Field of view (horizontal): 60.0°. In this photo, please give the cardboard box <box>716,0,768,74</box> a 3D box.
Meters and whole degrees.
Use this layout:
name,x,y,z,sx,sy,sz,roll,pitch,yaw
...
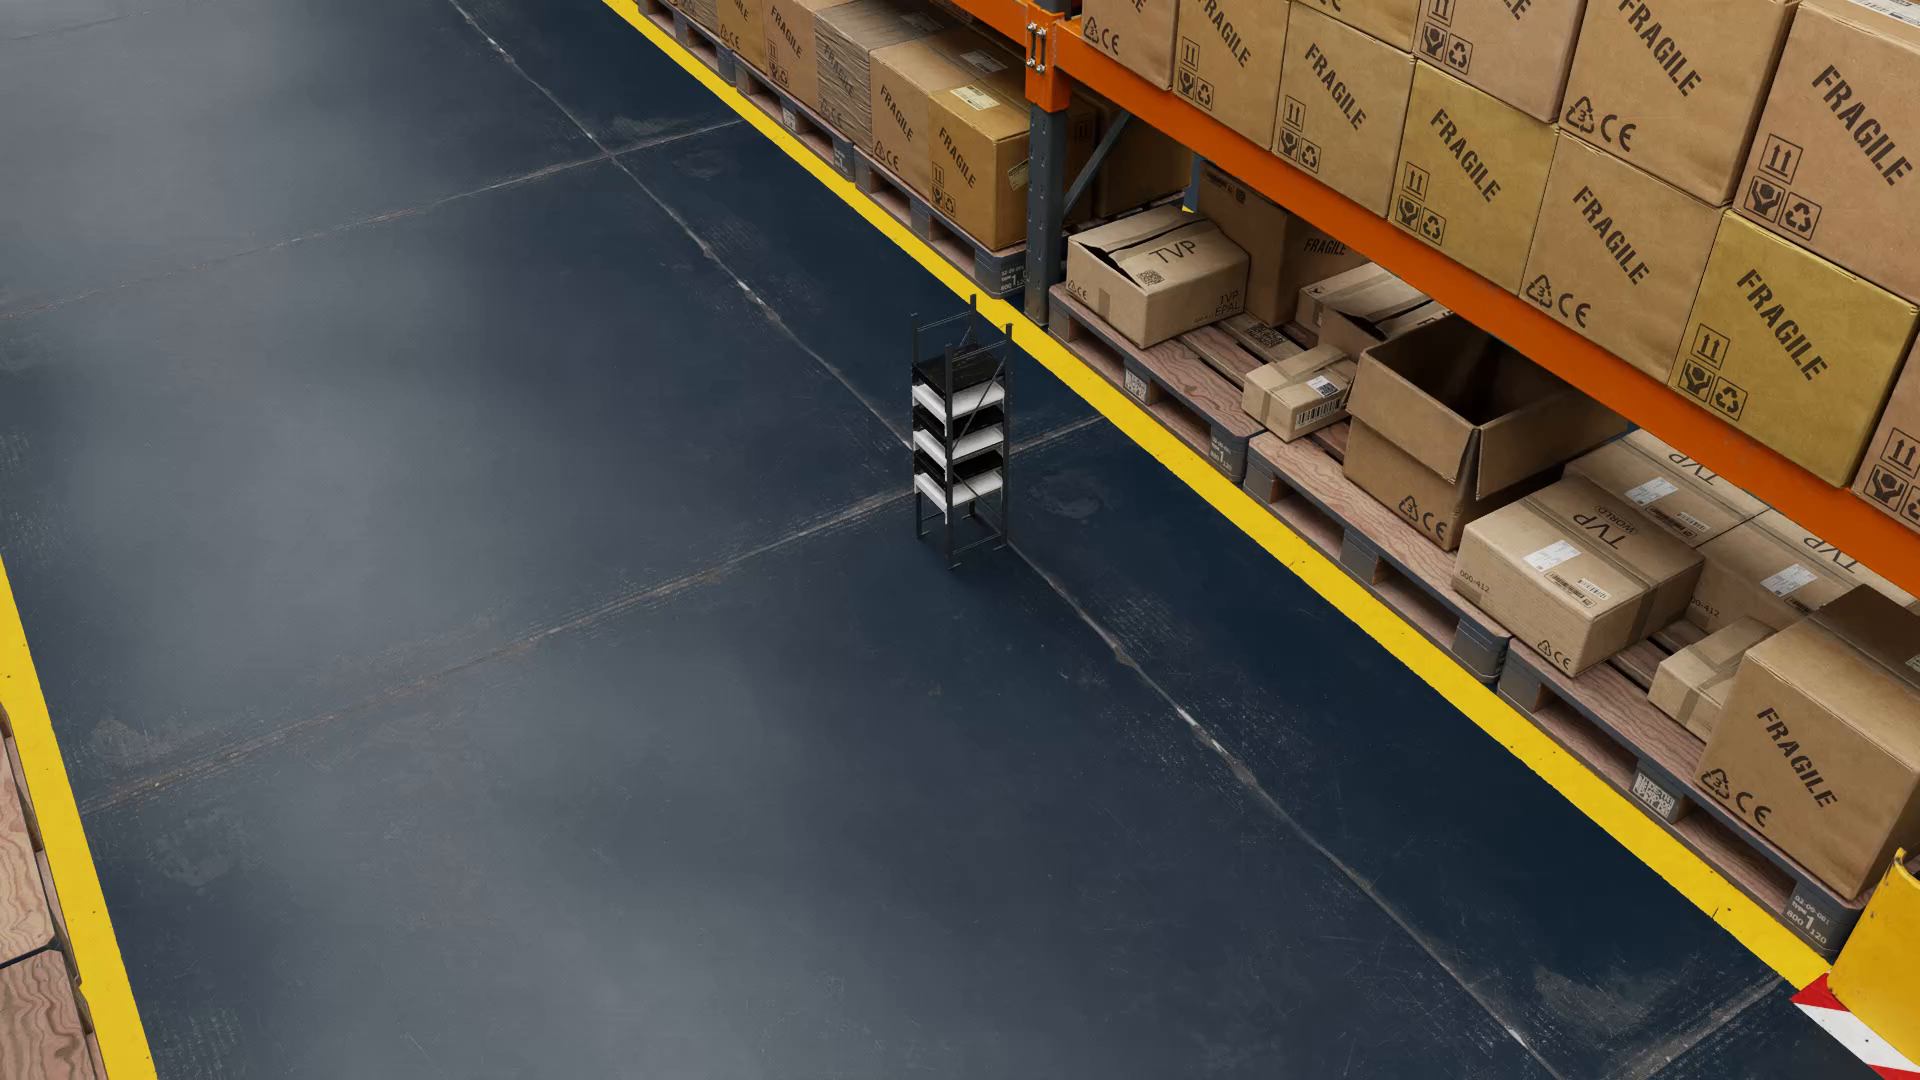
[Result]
name,x,y,z,sx,sy,sz,roll,pitch,yaw
cardboard box,-0.878,-2.688,8.242,0.500,0.500,0.500,-23,45,-25

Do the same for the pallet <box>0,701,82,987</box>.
name,x,y,z,sx,sy,sz,roll,pitch,yaw
pallet,-3.033,0.940,4.457,1.003,0.211,1.213,-22,45,-24

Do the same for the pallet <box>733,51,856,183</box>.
name,x,y,z,sx,sy,sz,roll,pitch,yaw
pallet,-0.412,-2.232,8.263,1.003,0.211,1.213,-22,45,-24

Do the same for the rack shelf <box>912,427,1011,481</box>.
name,x,y,z,sx,sy,sz,roll,pitch,yaw
rack shelf,0.004,-0.316,5.478,0.258,0.077,0.200,-22,45,-24

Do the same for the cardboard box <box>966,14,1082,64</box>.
name,x,y,z,sx,sy,sz,roll,pitch,yaw
cardboard box,0.366,-2.056,7.483,0.500,0.500,0.500,-22,44,-24

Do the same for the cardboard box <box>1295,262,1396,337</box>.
name,x,y,z,sx,sy,sz,roll,pitch,yaw
cardboard box,1.515,-0.900,6.370,0.380,0.149,0.250,-22,45,-24

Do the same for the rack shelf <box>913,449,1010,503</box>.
name,x,y,z,sx,sy,sz,roll,pitch,yaw
rack shelf,0.004,-0.247,5.536,0.258,0.077,0.200,-22,45,-24

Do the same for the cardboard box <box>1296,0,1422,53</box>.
name,x,y,z,sx,sy,sz,roll,pitch,yaw
cardboard box,1.287,-1.733,4.628,0.500,0.500,0.500,-24,45,-26

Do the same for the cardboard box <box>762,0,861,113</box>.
name,x,y,z,sx,sy,sz,roll,pitch,yaw
cardboard box,-0.593,-2.408,7.906,0.500,0.500,0.500,-24,45,-26

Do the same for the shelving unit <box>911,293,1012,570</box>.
name,x,y,z,sx,sy,sz,roll,pitch,yaw
shelving unit,0.004,-0.341,5.457,0.258,0.900,0.210,-22,45,-24

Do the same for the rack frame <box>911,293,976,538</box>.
name,x,y,z,sx,sy,sz,roll,pitch,yaw
rack frame,-0.050,-0.396,5.523,0.240,0.900,0.006,-22,45,-24

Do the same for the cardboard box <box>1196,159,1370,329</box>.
name,x,y,z,sx,sy,sz,roll,pitch,yaw
cardboard box,1.263,-1.217,6.476,0.500,0.500,0.500,-22,45,-24

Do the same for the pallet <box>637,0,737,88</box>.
name,x,y,z,sx,sy,sz,roll,pitch,yaw
pallet,-1.064,-2.890,9.053,1.003,0.211,1.213,-22,45,-24

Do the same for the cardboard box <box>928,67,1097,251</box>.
name,x,y,z,sx,sy,sz,roll,pitch,yaw
cardboard box,0.210,-1.594,6.929,0.500,0.500,0.500,-22,45,-25

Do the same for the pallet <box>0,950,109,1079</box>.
name,x,y,z,sx,sy,sz,roll,pitch,yaw
pallet,-2.373,1.599,3.666,1.003,0.211,1.213,-22,45,-24

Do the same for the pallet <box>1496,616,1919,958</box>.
name,x,y,z,sx,sy,sz,roll,pitch,yaw
pallet,2.398,0.542,4.935,1.003,0.211,1.213,-22,45,-24

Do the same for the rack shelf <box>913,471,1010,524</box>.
name,x,y,z,sx,sy,sz,roll,pitch,yaw
rack shelf,0.004,-0.177,5.593,0.258,0.077,0.200,-22,45,-24

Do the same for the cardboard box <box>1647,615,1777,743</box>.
name,x,y,z,sx,sy,sz,roll,pitch,yaw
cardboard box,2.226,0.402,4.794,0.380,0.166,0.250,-22,45,-24

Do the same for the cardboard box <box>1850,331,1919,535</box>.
name,x,y,z,sx,sy,sz,roll,pitch,yaw
cardboard box,2.398,-0.245,3.623,0.500,0.500,0.500,-21,44,-23

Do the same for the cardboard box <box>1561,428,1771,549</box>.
name,x,y,z,sx,sy,sz,roll,pitch,yaw
cardboard box,2.277,-0.102,5.334,0.500,0.250,0.500,-22,45,-24

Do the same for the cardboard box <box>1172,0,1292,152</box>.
name,x,y,z,sx,sy,sz,roll,pitch,yaw
cardboard box,1.039,-1.612,5.263,0.500,0.500,0.500,-21,44,-24

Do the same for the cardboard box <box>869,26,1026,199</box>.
name,x,y,z,sx,sy,sz,roll,pitch,yaw
cardboard box,-0.049,-1.864,7.253,0.500,0.500,0.500,-22,45,-24

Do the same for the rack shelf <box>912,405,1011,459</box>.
name,x,y,z,sx,sy,sz,roll,pitch,yaw
rack shelf,0.004,-0.385,5.420,0.258,0.077,0.200,-22,45,-24

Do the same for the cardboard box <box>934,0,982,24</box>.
name,x,y,z,sx,sy,sz,roll,pitch,yaw
cardboard box,0.125,-2.599,7.549,0.500,0.250,0.500,-22,45,-24

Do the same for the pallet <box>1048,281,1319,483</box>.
name,x,y,z,sx,sy,sz,roll,pitch,yaw
pallet,1.086,-0.775,6.516,1.003,0.211,1.213,-22,45,-24

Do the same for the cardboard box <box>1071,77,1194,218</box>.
name,x,y,z,sx,sy,sz,roll,pitch,yaw
cardboard box,0.662,-1.772,7.142,0.500,0.500,0.500,-24,46,-26

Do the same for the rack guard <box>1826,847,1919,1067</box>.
name,x,y,z,sx,sy,sz,roll,pitch,yaw
rack guard,2.827,0.860,4.327,1.175,0.500,0.348,-22,45,-24

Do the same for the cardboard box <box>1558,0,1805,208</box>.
name,x,y,z,sx,sy,sz,roll,pitch,yaw
cardboard box,1.842,-1.178,3.961,0.500,0.500,0.500,-21,44,-23

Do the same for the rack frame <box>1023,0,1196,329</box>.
name,x,y,z,sx,sy,sz,roll,pitch,yaw
rack frame,0.717,-2.218,6.068,1.000,3.000,0.127,-22,45,-24

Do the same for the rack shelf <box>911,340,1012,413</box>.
name,x,y,z,sx,sy,sz,roll,pitch,yaw
rack shelf,0.004,-0.523,5.305,0.258,0.077,0.200,-22,45,-24

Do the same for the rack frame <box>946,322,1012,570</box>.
name,x,y,z,sx,sy,sz,roll,pitch,yaw
rack frame,0.059,-0.286,5.391,0.240,0.900,0.006,-22,45,-24

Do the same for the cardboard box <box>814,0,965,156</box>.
name,x,y,z,sx,sy,sz,roll,pitch,yaw
cardboard box,-0.318,-2.135,7.578,0.500,0.500,0.500,-22,44,-24

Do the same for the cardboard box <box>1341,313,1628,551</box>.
name,x,y,z,sx,sy,sz,roll,pitch,yaw
cardboard box,1.732,-0.416,5.512,0.797,0.503,0.637,-22,45,-24

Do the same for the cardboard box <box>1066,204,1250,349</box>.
name,x,y,z,sx,sy,sz,roll,pitch,yaw
cardboard box,0.760,-1.053,6.427,0.500,0.311,0.500,-22,45,-24

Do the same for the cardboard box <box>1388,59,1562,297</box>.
name,x,y,z,sx,sy,sz,roll,pitch,yaw
cardboard box,1.581,-1.067,4.610,0.500,0.500,0.500,-23,45,-25

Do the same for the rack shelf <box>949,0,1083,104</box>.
name,x,y,z,sx,sy,sz,roll,pitch,yaw
rack shelf,-0.358,-3.021,7.594,1.077,0.370,4.000,-22,45,-24

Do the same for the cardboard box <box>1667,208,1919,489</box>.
name,x,y,z,sx,sy,sz,roll,pitch,yaw
cardboard box,2.116,-0.524,3.958,0.500,0.500,0.500,-22,45,-24

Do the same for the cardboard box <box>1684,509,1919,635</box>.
name,x,y,z,sx,sy,sz,roll,pitch,yaw
cardboard box,2.546,0.167,5.010,0.500,0.250,0.500,-22,45,-24

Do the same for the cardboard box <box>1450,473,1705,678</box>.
name,x,y,z,sx,sy,sz,roll,pitch,yaw
cardboard box,1.882,0.097,5.095,0.500,0.250,0.500,-22,45,-24

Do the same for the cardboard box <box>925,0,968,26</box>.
name,x,y,z,sx,sy,sz,roll,pitch,yaw
cardboard box,0.104,-2.328,7.809,0.500,0.500,0.500,-22,44,-24

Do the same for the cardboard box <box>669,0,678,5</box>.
name,x,y,z,sx,sy,sz,roll,pitch,yaw
cardboard box,-1.430,-3.241,8.906,0.500,0.500,0.500,-20,44,-23

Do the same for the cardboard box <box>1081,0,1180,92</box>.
name,x,y,z,sx,sy,sz,roll,pitch,yaw
cardboard box,0.761,-1.887,5.594,0.500,0.500,0.500,-21,44,-23

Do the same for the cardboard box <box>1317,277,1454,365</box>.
name,x,y,z,sx,sy,sz,roll,pitch,yaw
cardboard box,1.666,-0.739,6.051,0.500,0.311,0.500,-22,45,-24

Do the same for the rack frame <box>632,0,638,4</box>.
name,x,y,z,sx,sy,sz,roll,pitch,yaw
rack frame,-1.434,-4.377,8.659,1.000,3.000,0.127,-22,45,-24

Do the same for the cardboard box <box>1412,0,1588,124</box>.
name,x,y,z,sx,sy,sz,roll,pitch,yaw
cardboard box,1.565,-1.455,4.294,0.500,0.500,0.500,-21,44,-23

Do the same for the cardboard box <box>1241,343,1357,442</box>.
name,x,y,z,sx,sy,sz,roll,pitch,yaw
cardboard box,1.234,-0.534,5.917,0.380,0.166,0.250,-22,45,-24

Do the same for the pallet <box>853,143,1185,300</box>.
name,x,y,z,sx,sy,sz,roll,pitch,yaw
pallet,0.248,-1.573,7.472,1.003,0.211,1.213,-22,45,-24

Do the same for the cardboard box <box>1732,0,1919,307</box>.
name,x,y,z,sx,sy,sz,roll,pitch,yaw
cardboard box,2.124,-0.899,3.627,0.500,0.500,0.500,-21,44,-23

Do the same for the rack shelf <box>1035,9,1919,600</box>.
name,x,y,z,sx,sy,sz,roll,pitch,yaw
rack shelf,1.792,-0.862,5.003,1.077,0.370,4.000,-22,45,-24

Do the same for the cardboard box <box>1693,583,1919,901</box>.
name,x,y,z,sx,sy,sz,roll,pitch,yaw
cardboard box,2.368,0.524,4.387,0.500,0.500,0.500,-22,45,-24

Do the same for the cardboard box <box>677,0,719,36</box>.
name,x,y,z,sx,sy,sz,roll,pitch,yaw
cardboard box,-1.144,-2.961,8.569,0.500,0.500,0.500,-24,45,-26

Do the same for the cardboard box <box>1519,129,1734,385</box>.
name,x,y,z,sx,sy,sz,roll,pitch,yaw
cardboard box,1.852,-0.795,4.283,0.500,0.500,0.500,-22,45,-24

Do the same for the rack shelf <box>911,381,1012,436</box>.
name,x,y,z,sx,sy,sz,roll,pitch,yaw
rack shelf,0.004,-0.454,5.363,0.258,0.077,0.200,-22,45,-24

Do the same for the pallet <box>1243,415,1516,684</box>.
name,x,y,z,sx,sy,sz,roll,pitch,yaw
pallet,1.746,-0.116,5.725,1.003,0.211,1.213,-22,45,-24

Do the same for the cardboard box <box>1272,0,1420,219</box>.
name,x,y,z,sx,sy,sz,roll,pitch,yaw
cardboard box,1.306,-1.341,4.938,0.500,0.500,0.500,-22,45,-25
